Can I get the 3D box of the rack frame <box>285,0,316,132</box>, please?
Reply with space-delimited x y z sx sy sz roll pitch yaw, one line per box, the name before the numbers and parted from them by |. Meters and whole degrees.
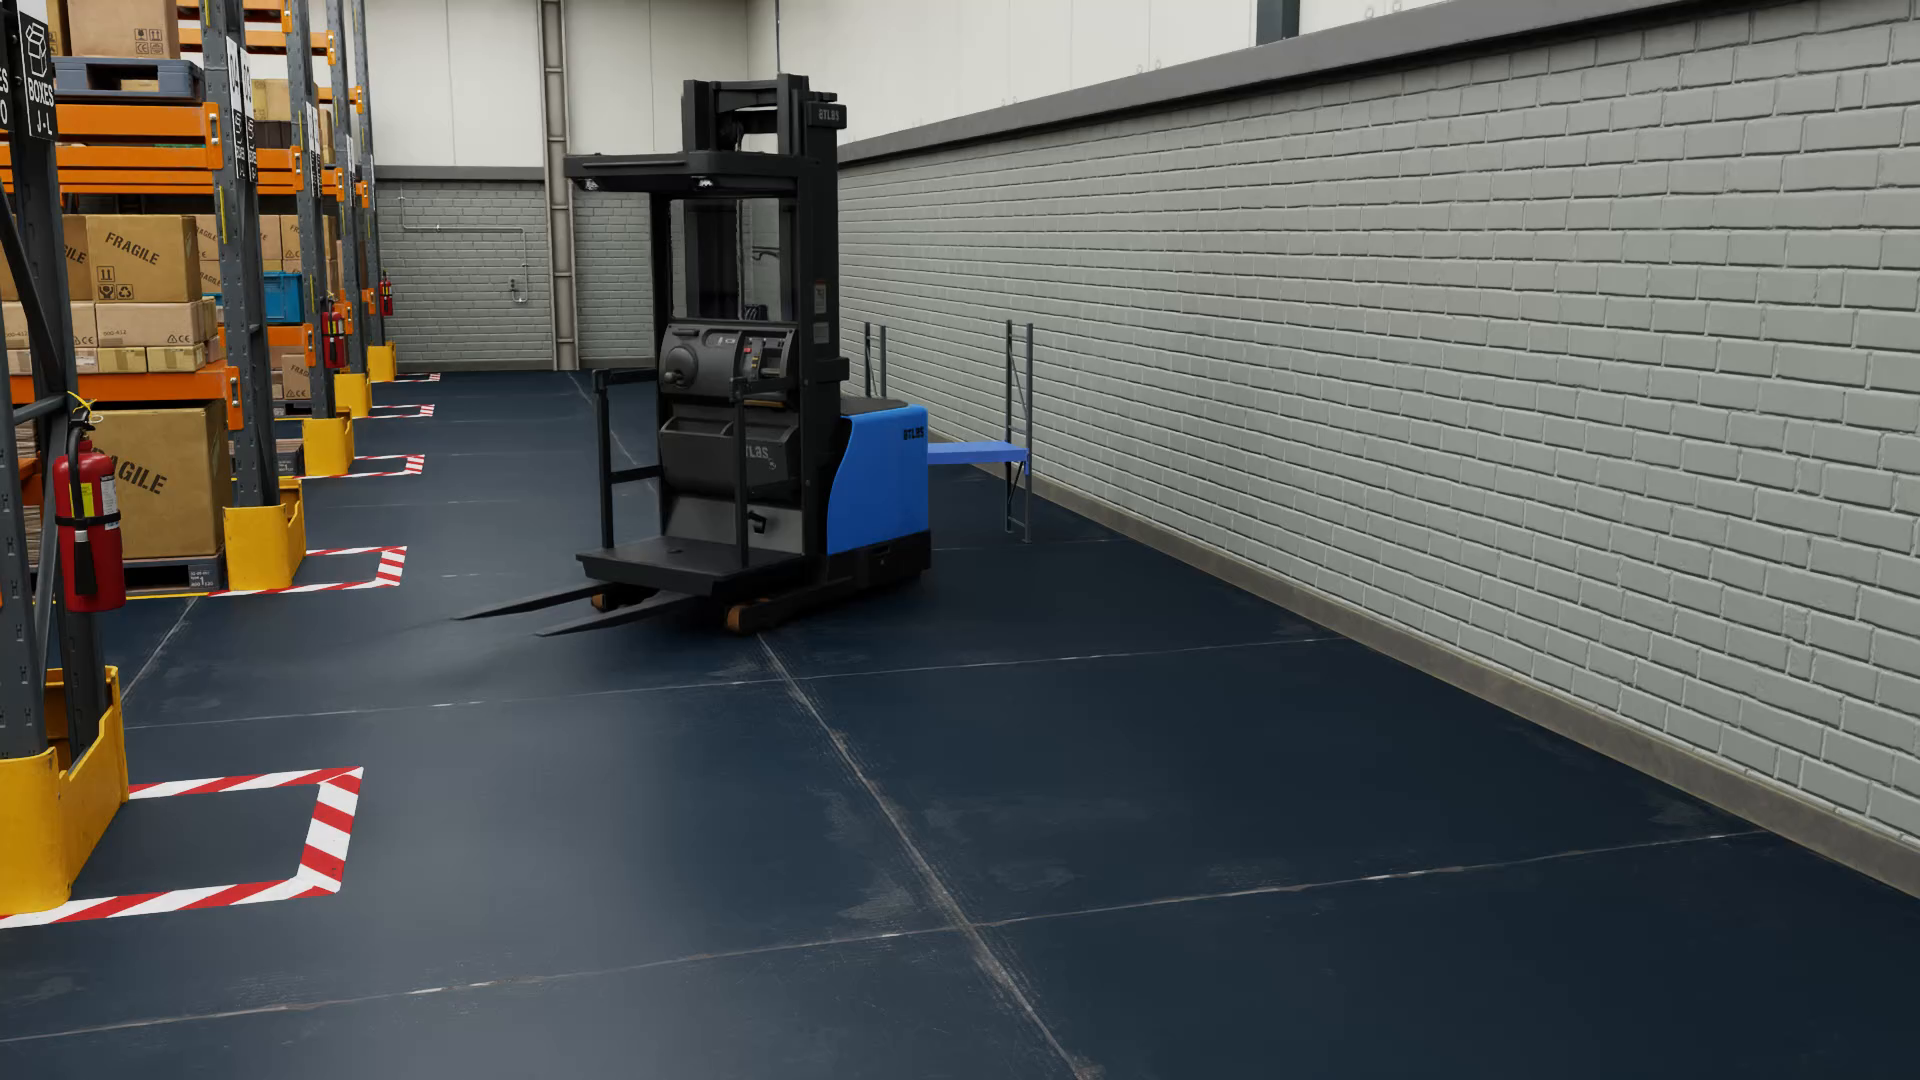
rack frame | -5.754 -5.088 14.328 0.127 3.000 1.000 -3 11 -16

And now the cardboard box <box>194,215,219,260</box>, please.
cardboard box | -8.466 -3.416 18.782 0.500 0.500 0.500 -3 11 -14

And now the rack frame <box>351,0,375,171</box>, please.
rack frame | -8.523 -6.810 23.683 0.127 3.000 1.000 -3 11 -16

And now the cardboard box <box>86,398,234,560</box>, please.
cardboard box | -4.962 -0.392 10.097 0.875 0.875 0.875 -3 11 -16

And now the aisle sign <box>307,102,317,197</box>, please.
aisle sign | -5.603 -3.369 14.379 0.004 0.787 0.394 -3 11 -16

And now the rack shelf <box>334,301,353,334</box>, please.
rack shelf | -9.055 -2.544 19.065 4.000 0.370 1.077 -3 11 -16

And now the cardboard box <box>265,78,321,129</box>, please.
cardboard box | -7.623 -4.986 19.022 0.500 0.500 0.700 -3 11 -16

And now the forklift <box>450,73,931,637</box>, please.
forklift | -1.412 -1.033 9.060 1.130 2.935 3.031 7 12 33

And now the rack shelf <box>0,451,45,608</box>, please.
rack shelf | -5.000 0.046 4.999 4.000 0.370 1.077 -3 11 -16

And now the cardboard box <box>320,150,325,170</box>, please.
cardboard box | -7.699 -4.418 19.391 0.500 0.250 0.500 -3 11 -16

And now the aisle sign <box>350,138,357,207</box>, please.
aisle sign | -7.151 -4.332 19.611 0.004 0.787 0.394 -3 11 -16

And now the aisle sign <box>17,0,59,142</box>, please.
aisle sign | -3.094 -1.743 5.551 0.004 0.787 0.394 -3 11 -16

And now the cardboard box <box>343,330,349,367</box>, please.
cardboard box | -9.167 -2.784 24.128 0.500 0.500 0.700 -3 11 -16

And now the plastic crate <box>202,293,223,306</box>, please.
plastic crate | -6.715 -2.096 14.943 0.300 0.233 0.416 -3 11 -16

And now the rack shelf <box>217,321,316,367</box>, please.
rack shelf | -7.674 -1.682 14.387 4.000 0.370 1.077 -3 11 -16

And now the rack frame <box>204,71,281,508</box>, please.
rack frame | -4.369 -1.276 10.194 0.127 3.000 1.000 -3 11 -16

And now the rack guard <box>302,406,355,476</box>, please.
rack guard | -5.734 -0.911 15.117 0.348 0.500 1.175 -3 11 -16

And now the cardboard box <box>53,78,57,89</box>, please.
cardboard box | -9.999 -4.844 18.252 0.500 0.500 0.700 -3 11 -16

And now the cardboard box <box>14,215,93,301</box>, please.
cardboard box | -5.386 -1.715 10.099 0.500 0.500 0.500 -3 11 -17

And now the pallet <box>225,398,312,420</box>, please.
pallet | -7.973 -1.583 19.561 1.213 0.211 1.003 -3 11 -16

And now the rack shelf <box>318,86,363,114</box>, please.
rack shelf | -10.443 -6.158 23.235 4.000 0.370 1.077 -3 11 -16

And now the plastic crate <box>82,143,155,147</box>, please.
plastic crate | -7.297 -3.552 14.445 0.767 0.338 0.504 -3 11 -16

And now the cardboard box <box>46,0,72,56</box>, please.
cardboard box | -5.428 -3.013 9.632 0.500 0.500 0.700 -3 11 -18

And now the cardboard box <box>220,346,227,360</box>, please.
cardboard box | -10.640 -2.705 23.698 0.500 0.500 0.700 -3 11 -15

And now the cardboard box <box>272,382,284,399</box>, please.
cardboard box | -8.002 -1.746 19.358 0.250 0.166 0.380 -3 11 -16

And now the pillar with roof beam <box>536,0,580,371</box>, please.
pillar with roof beam | -4.969 -6.349 21.177 0.400 9.000 9.100 -3 11 -16

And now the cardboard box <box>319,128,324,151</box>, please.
cardboard box | -7.701 -4.665 19.351 0.500 0.250 0.500 -3 11 -16

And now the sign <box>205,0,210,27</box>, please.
sign | -4.231 -3.053 9.334 0.005 0.325 0.100 -3 11 -16

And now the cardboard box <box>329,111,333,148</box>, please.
cardboard box | -9.291 -5.891 23.881 0.500 0.500 0.500 -3 11 -18

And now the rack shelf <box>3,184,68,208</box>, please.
rack shelf | -14.284 -4.677 22.371 4.000 0.370 1.077 -3 11 -16

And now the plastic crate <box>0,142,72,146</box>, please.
plastic crate | -7.668 -3.335 13.821 0.530 0.136 0.437 -3 11 -16

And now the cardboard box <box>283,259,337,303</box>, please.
cardboard box | -7.489 -2.978 19.161 0.500 0.500 0.500 -3 11 -14

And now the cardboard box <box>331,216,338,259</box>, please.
cardboard box | -7.634 -3.563 19.577 0.500 0.500 0.500 -3 11 -14

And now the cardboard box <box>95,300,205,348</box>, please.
cardboard box | -4.761 -1.278 9.797 0.500 0.250 0.500 -3 11 -17

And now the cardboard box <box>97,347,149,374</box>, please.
cardboard box | -4.868 -1.064 9.735 0.250 0.149 0.380 -3 11 -15

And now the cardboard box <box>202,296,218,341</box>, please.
cardboard box | -4.906 -1.371 10.304 0.500 0.250 0.500 -3 11 -17

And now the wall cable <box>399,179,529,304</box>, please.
wall cable | -7.558 -4.588 25.380 1.851 1.984 0.084 -3 11 -16

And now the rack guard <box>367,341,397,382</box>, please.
rack guard | -8.500 -2.631 24.459 0.348 0.500 1.175 -3 11 -16

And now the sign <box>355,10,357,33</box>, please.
sign | -8.385 -7.213 23.075 0.005 0.325 0.100 -3 11 -16

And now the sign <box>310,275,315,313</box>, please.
sign | -5.584 -2.123 14.342 0.005 0.325 0.100 -3 11 -16

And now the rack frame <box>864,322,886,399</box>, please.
rack frame | -0.570 -0.708 11.247 0.032 1.500 0.500 -3 11 -16

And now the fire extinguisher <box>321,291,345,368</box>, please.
fire extinguisher | -5.482 -1.845 14.525 0.183 0.674 0.296 -3 11 -16

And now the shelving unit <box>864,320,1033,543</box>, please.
shelving unit | -0.082 -0.733 11.387 1.048 1.500 0.538 -3 11 -16

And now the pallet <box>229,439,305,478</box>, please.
pallet | -6.556 -0.731 14.934 1.213 0.211 1.003 -3 11 -16
